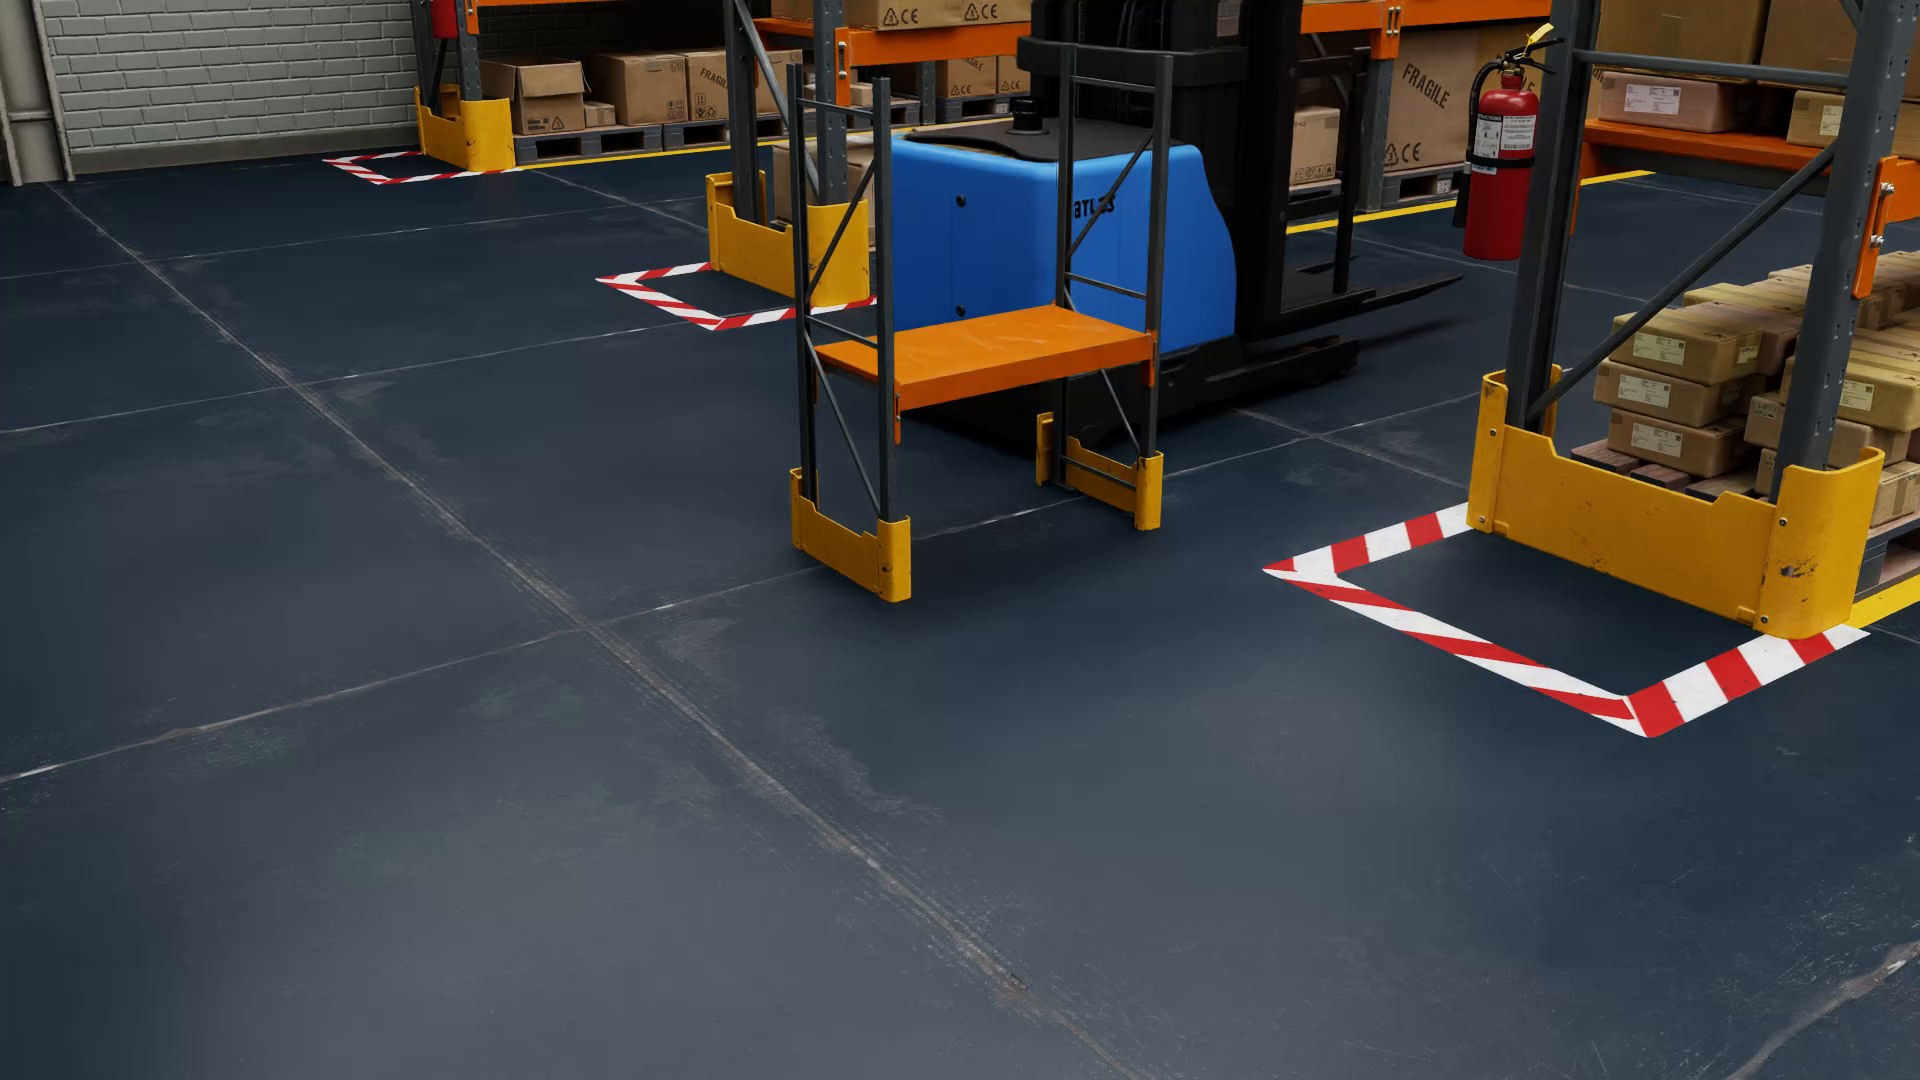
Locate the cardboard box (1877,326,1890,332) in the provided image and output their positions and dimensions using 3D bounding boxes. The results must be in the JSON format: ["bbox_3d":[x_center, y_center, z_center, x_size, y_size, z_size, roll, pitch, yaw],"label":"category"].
[{"bbox_3d":[3.172,-0.735,6.070,0.250,0.149,0.380,-14,26,-32],"label":"cardboard box"}]

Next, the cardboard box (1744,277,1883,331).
[{"bbox_3d":[2.980,-0.803,5.839,0.250,0.149,0.380,-16,27,-35],"label":"cardboard box"}]

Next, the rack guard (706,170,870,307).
[{"bbox_3d":[-0.915,-1.598,8.726,0.348,0.500,1.175,-15,26,-33],"label":"rack guard"}]

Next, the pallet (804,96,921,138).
[{"bbox_3d":[-1.109,-3.679,14.331,1.213,0.211,1.003,-15,26,-33],"label":"pallet"}]

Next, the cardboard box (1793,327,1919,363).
[{"bbox_3d":[2.854,-0.551,5.208,0.250,0.149,0.380,-14,26,-32],"label":"cardboard box"}]

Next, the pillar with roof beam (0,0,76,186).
[{"bbox_3d":[-3.999,-5.435,6.876,0.400,9.000,9.100,-15,26,-33],"label":"pillar with roof beam"}]

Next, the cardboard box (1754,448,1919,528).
[{"bbox_3d":[2.689,-0.185,5.092,0.250,0.149,0.380,-14,26,-32],"label":"cardboard box"}]

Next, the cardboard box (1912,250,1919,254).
[{"bbox_3d":[3.863,-1.009,6.354,0.250,0.149,0.380,-16,27,-35],"label":"cardboard box"}]

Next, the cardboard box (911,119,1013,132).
[{"bbox_3d":[0.319,-2.143,9.609,0.875,0.438,0.875,-14,26,-31],"label":"cardboard box"}]

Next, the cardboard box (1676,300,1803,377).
[{"bbox_3d":[2.596,-0.672,5.510,0.250,0.149,0.380,-14,26,-32],"label":"cardboard box"}]

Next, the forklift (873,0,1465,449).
[{"bbox_3d":[1.081,-2.142,6.811,3.031,2.935,1.130,-19,28,-39],"label":"forklift"}]

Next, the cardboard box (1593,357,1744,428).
[{"bbox_3d":[2.339,-0.506,5.496,0.250,0.149,0.380,-16,27,-34],"label":"cardboard box"}]

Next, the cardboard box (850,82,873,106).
[{"bbox_3d":[-0.832,-3.784,14.113,0.250,0.149,0.380,-16,27,-34],"label":"cardboard box"}]

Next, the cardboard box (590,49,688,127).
[{"bbox_3d":[-2.529,-3.568,13.097,0.500,0.500,0.700,-14,26,-31],"label":"cardboard box"}]

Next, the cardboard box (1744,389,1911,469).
[{"bbox_3d":[2.652,-0.342,5.085,0.250,0.149,0.380,-14,26,-31],"label":"cardboard box"}]

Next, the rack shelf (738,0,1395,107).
[{"bbox_3d":[0.728,-2.863,9.494,4.000,0.370,1.077,-15,26,-33],"label":"rack shelf"}]

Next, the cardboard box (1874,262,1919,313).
[{"bbox_3d":[3.444,-0.902,6.086,0.250,0.149,0.380,-16,27,-35],"label":"cardboard box"}]

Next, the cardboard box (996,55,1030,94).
[{"bbox_3d":[0.400,-4.312,14.961,0.500,0.500,0.500,-15,26,-34],"label":"cardboard box"}]

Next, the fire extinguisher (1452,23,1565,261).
[{"bbox_3d":[1.603,-1.172,4.894,0.183,0.674,0.296,-15,26,-33],"label":"fire extinguisher"}]

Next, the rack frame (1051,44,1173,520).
[{"bbox_3d":[0.482,-0.825,5.440,0.032,1.500,0.500,-15,26,-33],"label":"rack frame"}]

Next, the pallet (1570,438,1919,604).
[{"bbox_3d":[2.819,-0.183,5.571,1.213,0.211,1.003,-15,26,-33],"label":"pallet"}]

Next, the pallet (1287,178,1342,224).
[{"bbox_3d":[1.688,-2.194,10.609,1.213,0.211,1.003,-15,26,-33],"label":"pallet"}]

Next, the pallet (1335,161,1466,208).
[{"bbox_3d":[2.933,-2.525,11.438,1.213,0.211,1.003,-15,26,-33],"label":"pallet"}]

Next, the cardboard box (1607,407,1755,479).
[{"bbox_3d":[2.383,-0.344,5.492,0.250,0.149,0.380,-14,26,-32],"label":"cardboard box"}]

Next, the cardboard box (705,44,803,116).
[{"bbox_3d":[-1.687,-3.793,13.660,0.500,0.500,0.700,-16,27,-35],"label":"cardboard box"}]

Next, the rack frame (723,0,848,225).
[{"bbox_3d":[-0.896,-2.764,8.276,0.127,3.000,1.000,-15,26,-33],"label":"rack frame"}]

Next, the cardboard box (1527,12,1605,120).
[{"bbox_3d":[4.262,-3.388,12.139,0.875,0.875,0.875,-15,26,-32],"label":"cardboard box"}]

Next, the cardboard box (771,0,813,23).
[{"bbox_3d":[-0.659,-2.995,8.719,0.500,0.500,0.500,-15,26,-33],"label":"cardboard box"}]

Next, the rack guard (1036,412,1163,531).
[{"bbox_3d":[0.466,-0.240,5.662,0.087,0.250,0.587,-15,26,-33],"label":"rack guard"}]

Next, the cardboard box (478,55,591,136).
[{"bbox_3d":[-3.246,-3.396,12.662,0.637,0.503,0.797,-16,27,-35],"label":"cardboard box"}]

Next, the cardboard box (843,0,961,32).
[{"bbox_3d":[-0.339,-2.828,8.302,0.500,0.500,0.500,-15,26,-33],"label":"cardboard box"}]

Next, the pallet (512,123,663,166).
[{"bbox_3d":[-3.089,-3.151,13.008,1.213,0.211,1.003,-15,26,-33],"label":"pallet"}]

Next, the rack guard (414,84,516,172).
[{"bbox_3d":[-3.736,-3.112,12.521,0.348,0.500,1.175,-15,26,-33],"label":"rack guard"}]

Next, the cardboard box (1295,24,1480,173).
[{"bbox_3d":[2.808,-2.996,11.158,0.875,0.875,0.875,-14,26,-31],"label":"cardboard box"}]

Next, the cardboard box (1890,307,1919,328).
[{"bbox_3d":[3.287,-0.646,5.445,0.250,0.149,0.380,-16,27,-35],"label":"cardboard box"}]

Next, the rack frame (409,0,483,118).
[{"bbox_3d":[-3.798,-4.257,12.016,0.127,3.000,1.000,-15,26,-33],"label":"rack frame"}]

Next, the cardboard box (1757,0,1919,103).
[{"bbox_3d":[2.603,-1.495,4.561,0.500,0.500,0.500,-14,25,-30],"label":"cardboard box"}]

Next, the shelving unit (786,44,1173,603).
[{"bbox_3d":[0.062,-0.713,5.160,1.083,1.500,0.587,-15,26,-33],"label":"shelving unit"}]

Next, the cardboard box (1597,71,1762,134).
[{"bbox_3d":[2.177,-1.336,5.036,0.250,0.149,0.380,-15,26,-33],"label":"cardboard box"}]

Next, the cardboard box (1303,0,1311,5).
[{"bbox_3d":[1.709,-3.386,9.700,0.500,0.500,0.500,-16,27,-34],"label":"cardboard box"}]

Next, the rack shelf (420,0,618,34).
[{"bbox_3d":[-2.174,-4.355,13.235,4.000,0.370,1.077,-15,26,-33],"label":"rack shelf"}]
